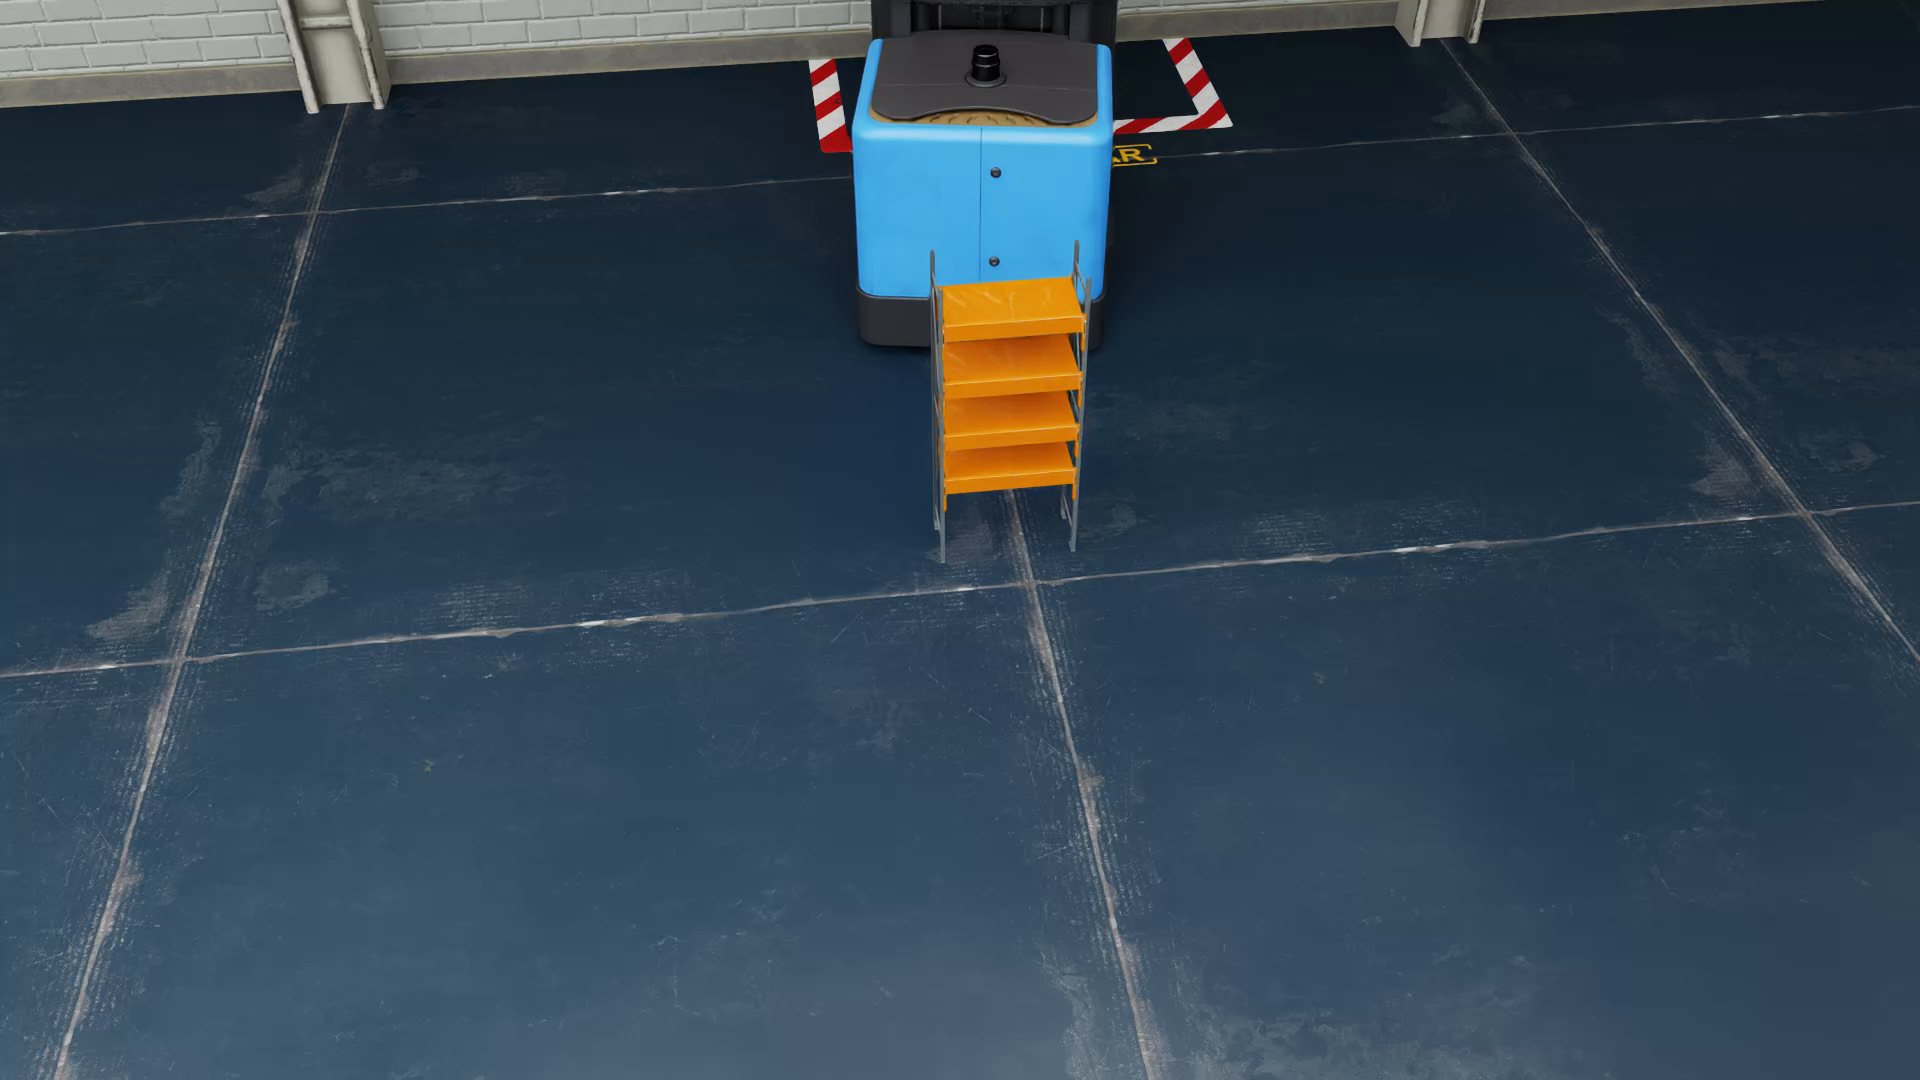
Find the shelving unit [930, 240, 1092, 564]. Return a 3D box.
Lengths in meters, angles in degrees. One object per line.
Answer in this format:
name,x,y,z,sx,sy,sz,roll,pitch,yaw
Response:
shelving unit,0.164,-0.460,5.864,0.503,1.200,0.258,-5,42,-6

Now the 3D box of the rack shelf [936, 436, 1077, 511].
rack shelf,0.164,-0.262,6.042,0.480,0.148,0.258,-5,42,-6

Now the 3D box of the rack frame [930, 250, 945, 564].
rack frame,-0.078,-0.439,5.841,0.015,1.200,0.240,-5,42,-6

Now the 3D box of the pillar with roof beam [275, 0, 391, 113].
pillar with roof beam,-2.693,-2.844,2.684,0.400,9.000,9.100,-5,42,-6

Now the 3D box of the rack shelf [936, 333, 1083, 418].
rack shelf,0.164,-0.576,5.759,0.480,0.148,0.258,-5,42,-6

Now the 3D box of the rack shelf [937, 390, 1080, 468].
rack shelf,0.164,-0.410,5.909,0.480,0.148,0.258,-5,42,-6

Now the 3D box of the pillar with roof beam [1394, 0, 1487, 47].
pillar with roof beam,3.257,-3.365,3.262,0.400,9.000,9.100,-5,42,-6

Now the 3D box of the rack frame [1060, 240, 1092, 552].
rack frame,0.406,-0.481,5.888,0.015,1.200,0.240,-5,42,-6

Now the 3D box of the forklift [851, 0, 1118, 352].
forklift,0.164,-2.858,7.230,1.130,2.935,3.031,2,42,2

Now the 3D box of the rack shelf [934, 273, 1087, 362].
rack shelf,0.164,-0.752,5.601,0.480,0.148,0.258,-5,42,-6
